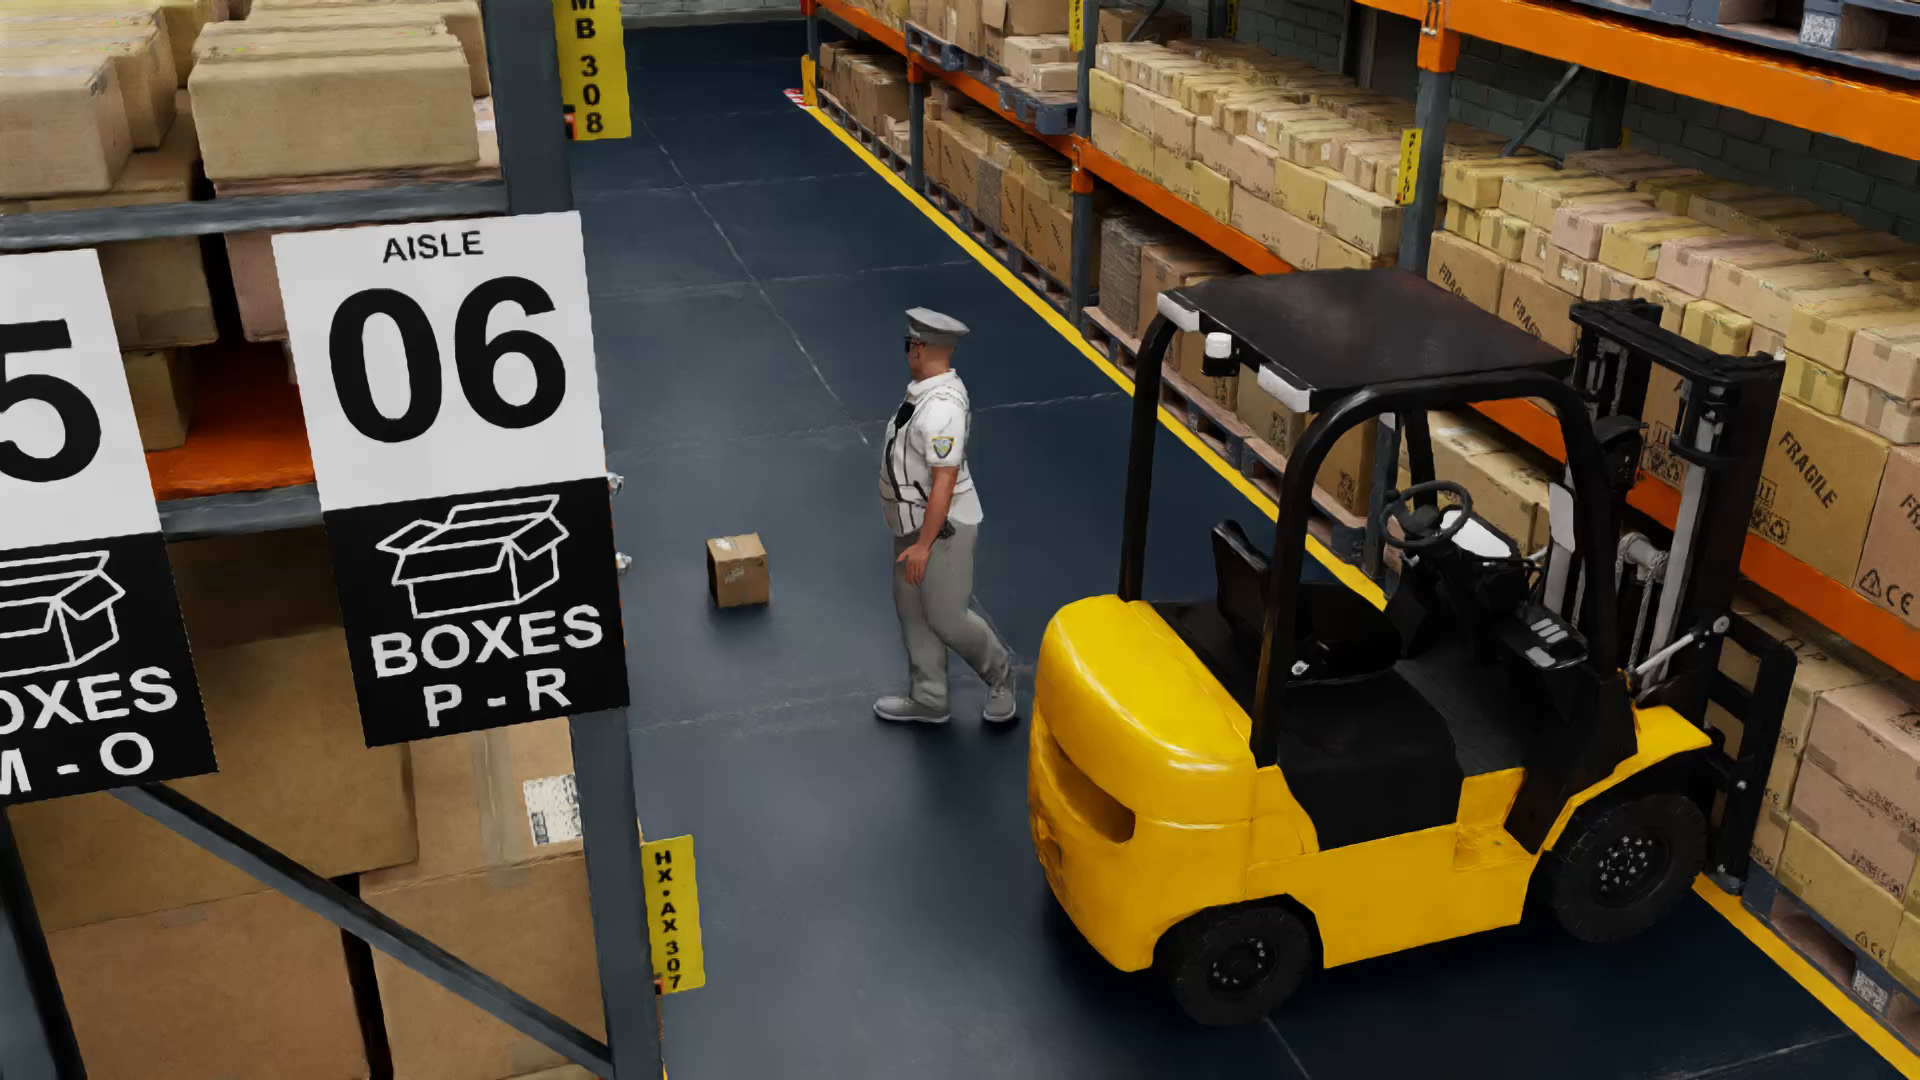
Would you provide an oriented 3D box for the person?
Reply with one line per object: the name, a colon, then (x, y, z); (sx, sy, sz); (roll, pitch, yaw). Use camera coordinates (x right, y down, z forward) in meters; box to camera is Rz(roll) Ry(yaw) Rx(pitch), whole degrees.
person: (-0.071, -0.068, 6.778); (0.622, 1.705, 0.597); (-7, 27, -14)
